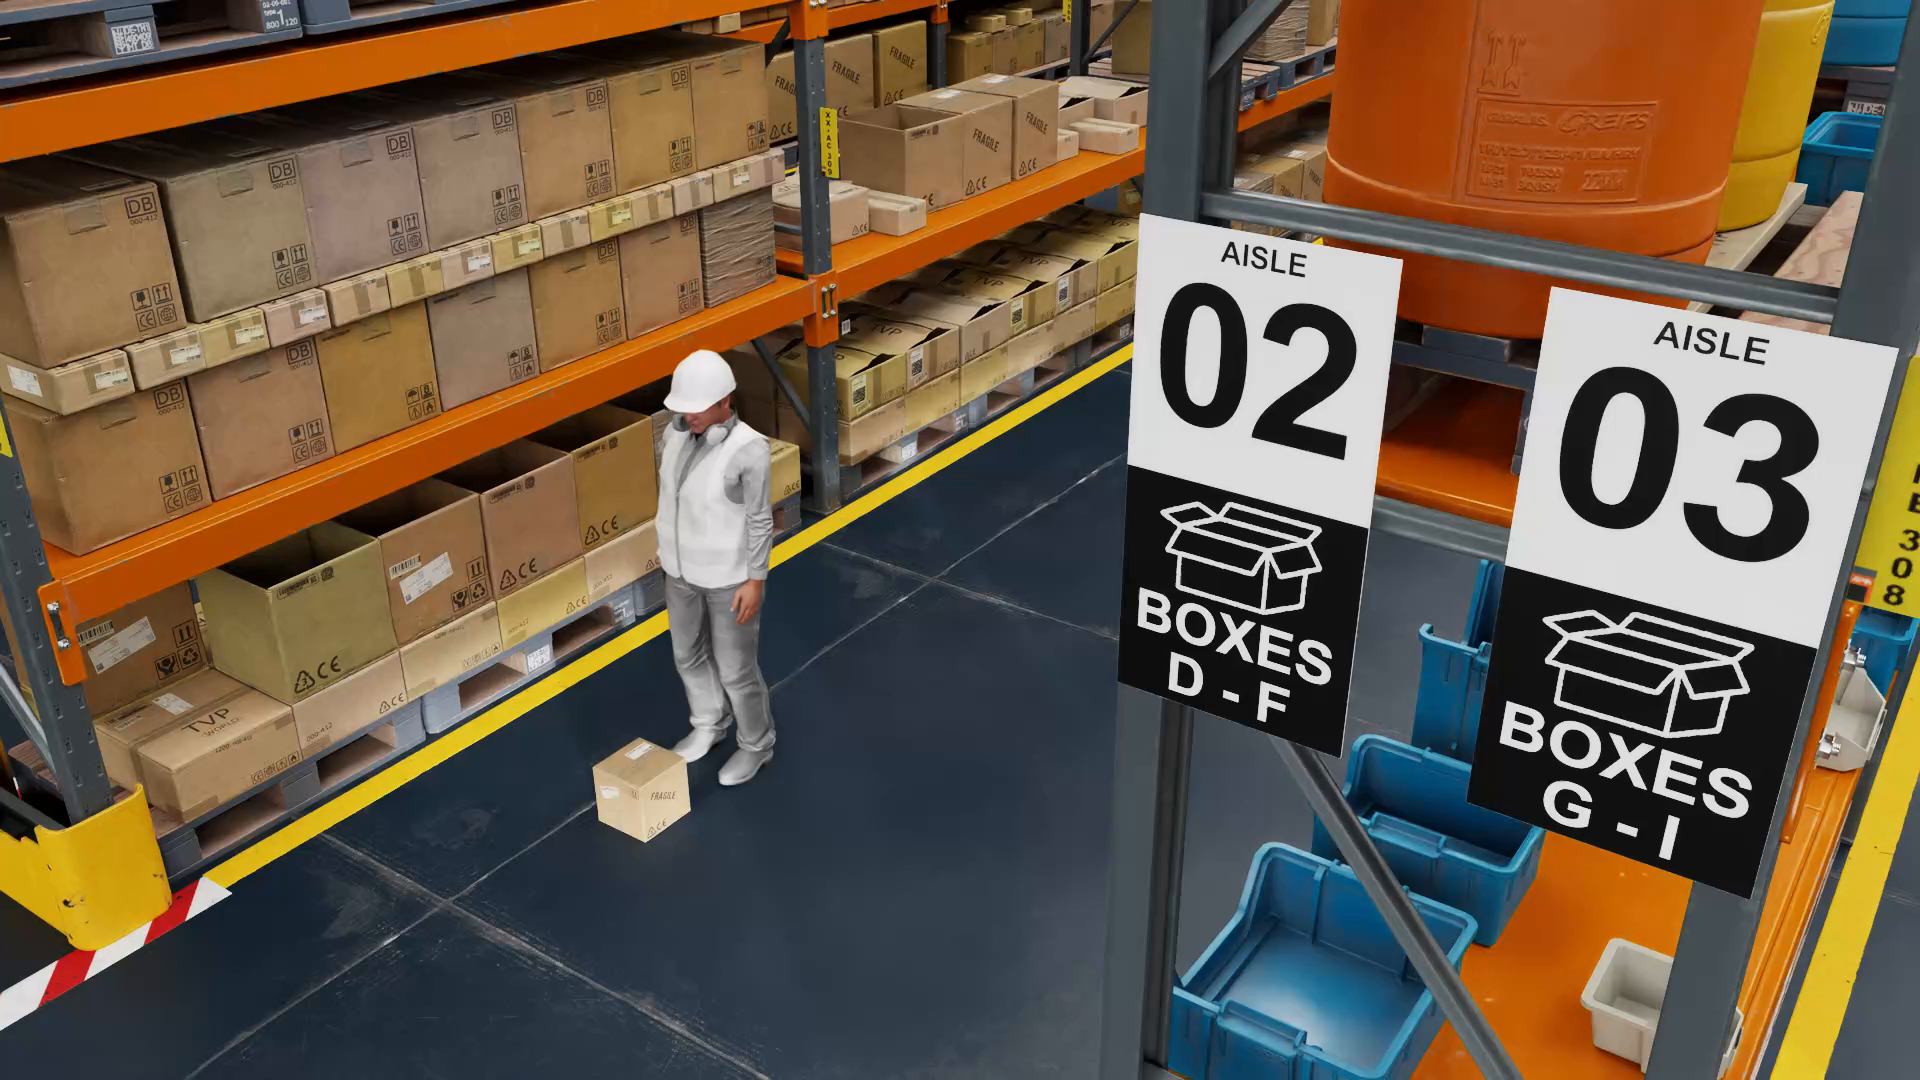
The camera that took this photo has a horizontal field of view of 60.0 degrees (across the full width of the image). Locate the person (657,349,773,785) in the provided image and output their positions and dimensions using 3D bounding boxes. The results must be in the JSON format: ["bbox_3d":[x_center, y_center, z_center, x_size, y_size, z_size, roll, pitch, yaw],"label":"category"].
[{"bbox_3d":[-0.947,0.102,6.398,0.445,1.764,0.357,18,32,31],"label":"person"}]
